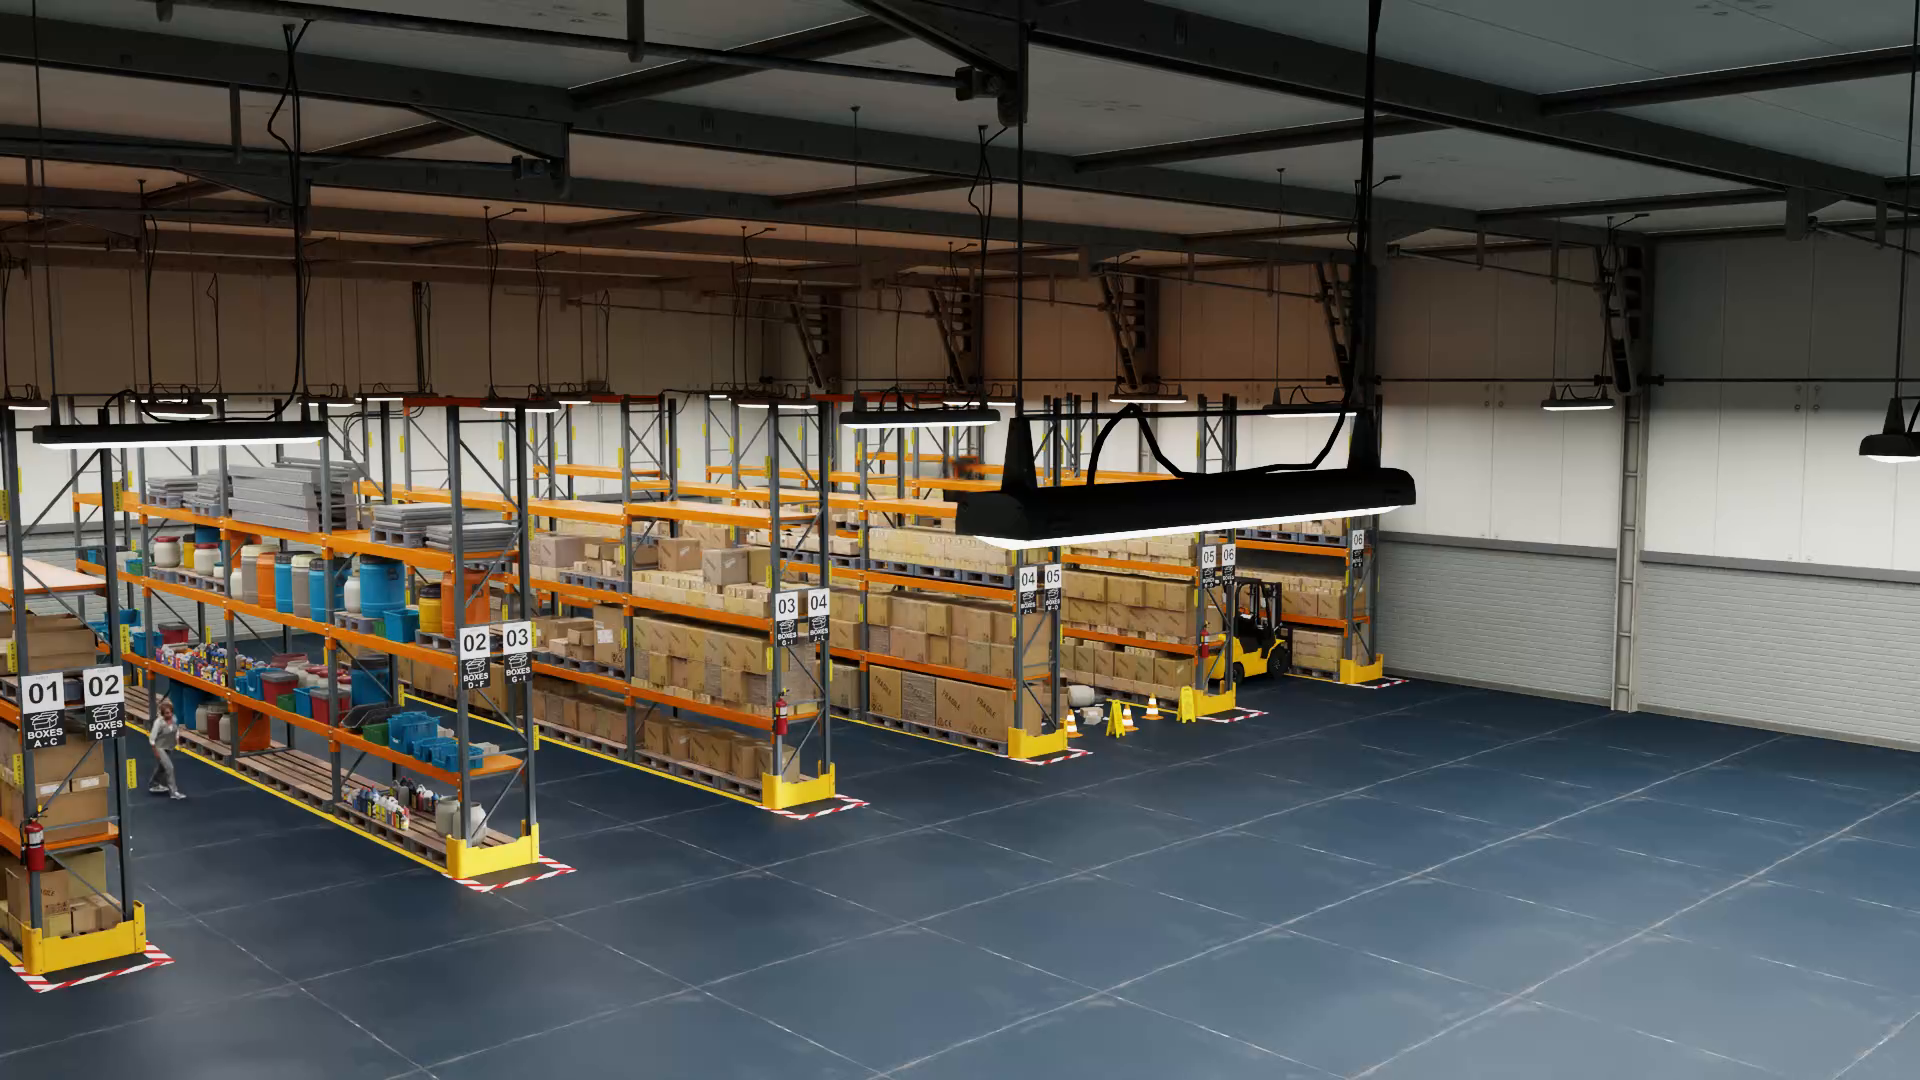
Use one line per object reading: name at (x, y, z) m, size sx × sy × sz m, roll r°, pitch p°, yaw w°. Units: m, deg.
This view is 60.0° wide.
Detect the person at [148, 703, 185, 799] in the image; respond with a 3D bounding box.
person at (-12.070, 3.164, 25.180) m, size 0.852 × 1.473 × 0.522 m, roll 2°, pitch 6°, yaw 21°

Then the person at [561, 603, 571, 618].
person at (-9.967, 1.553, 41.335) m, size 0.607 × 1.590 × 0.598 m, roll 2°, pitch 6°, yaw 17°
